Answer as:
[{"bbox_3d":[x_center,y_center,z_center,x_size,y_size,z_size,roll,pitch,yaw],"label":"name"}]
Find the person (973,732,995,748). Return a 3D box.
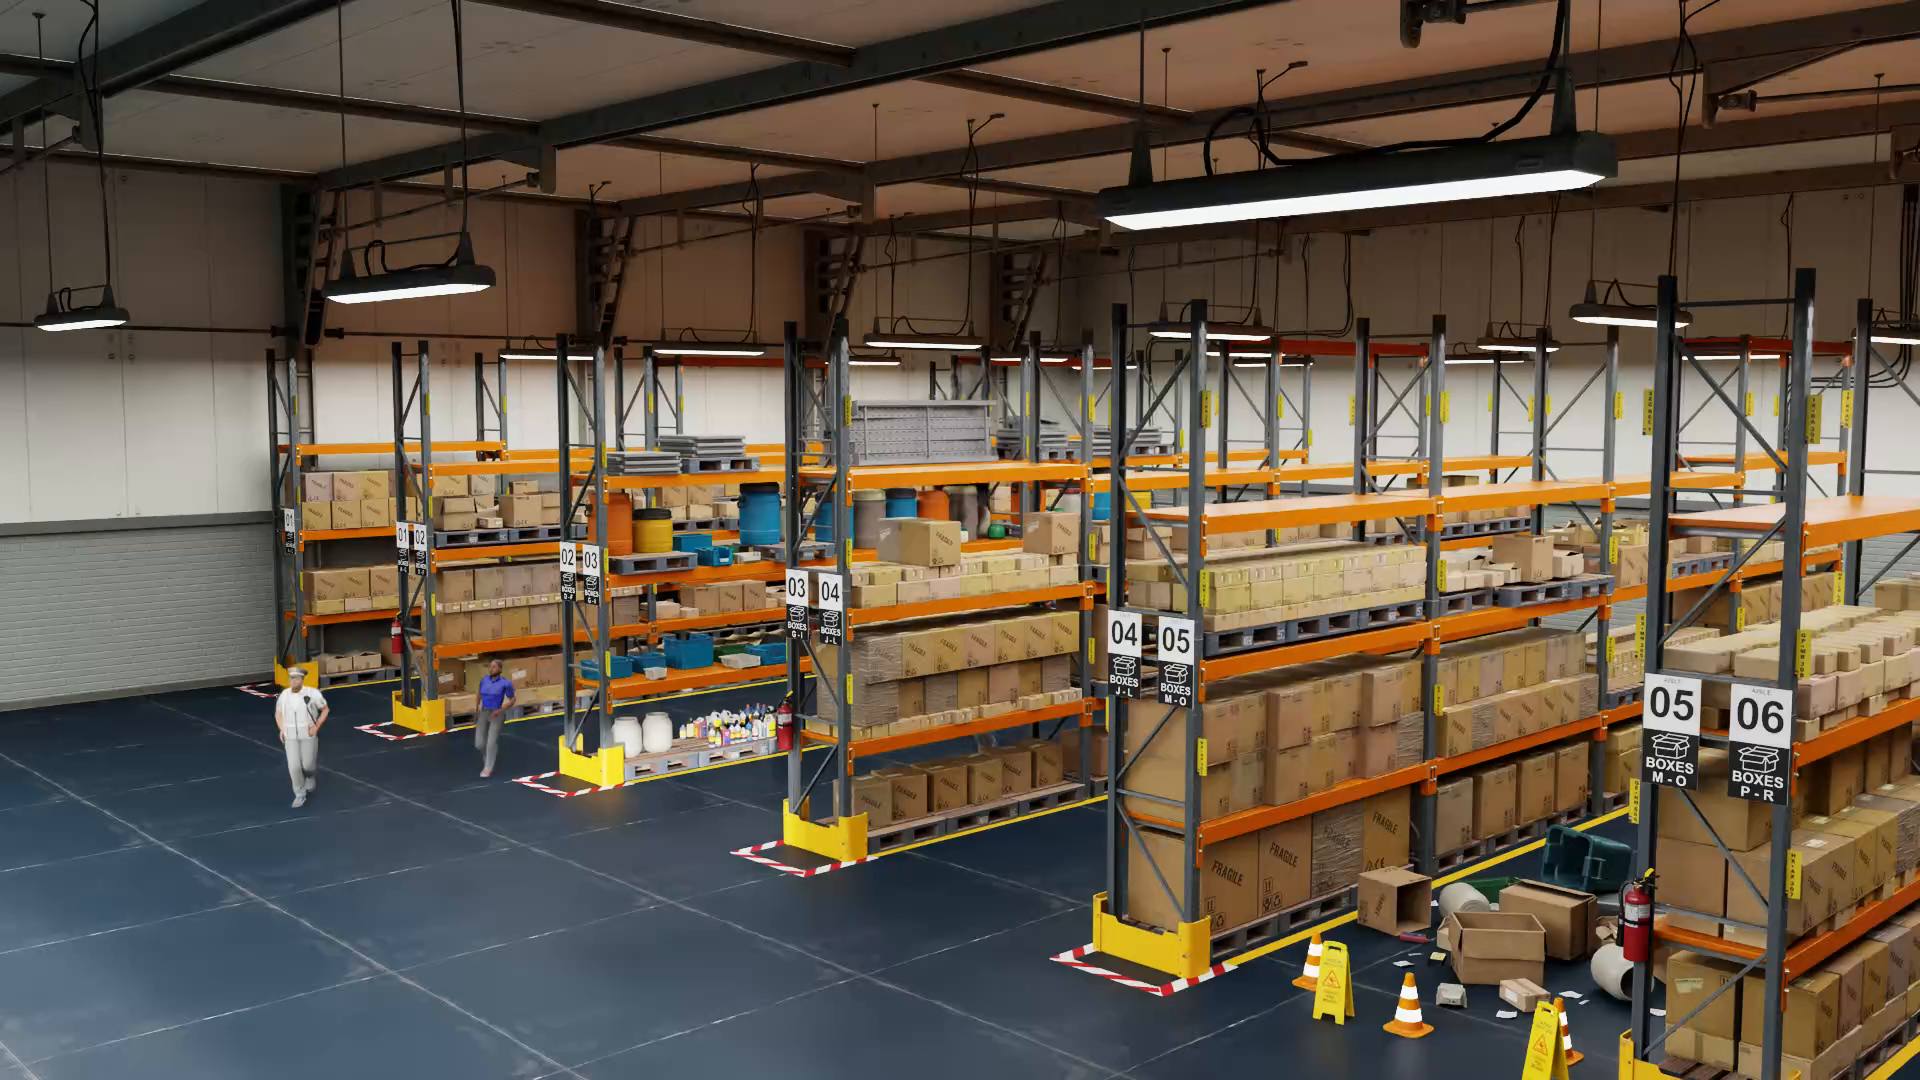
[{"bbox_3d":[0.261,2.295,23.583,0.554,1.617,0.547,4,6,40],"label":"person"}]

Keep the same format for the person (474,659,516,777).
[{"bbox_3d":[-6.336,2.414,22.714,0.587,1.608,0.533,1,5,10],"label":"person"}]

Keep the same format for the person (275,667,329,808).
[{"bbox_3d":[-8.377,2.472,21.165,0.658,1.766,0.635,-1,5,-9],"label":"person"}]
